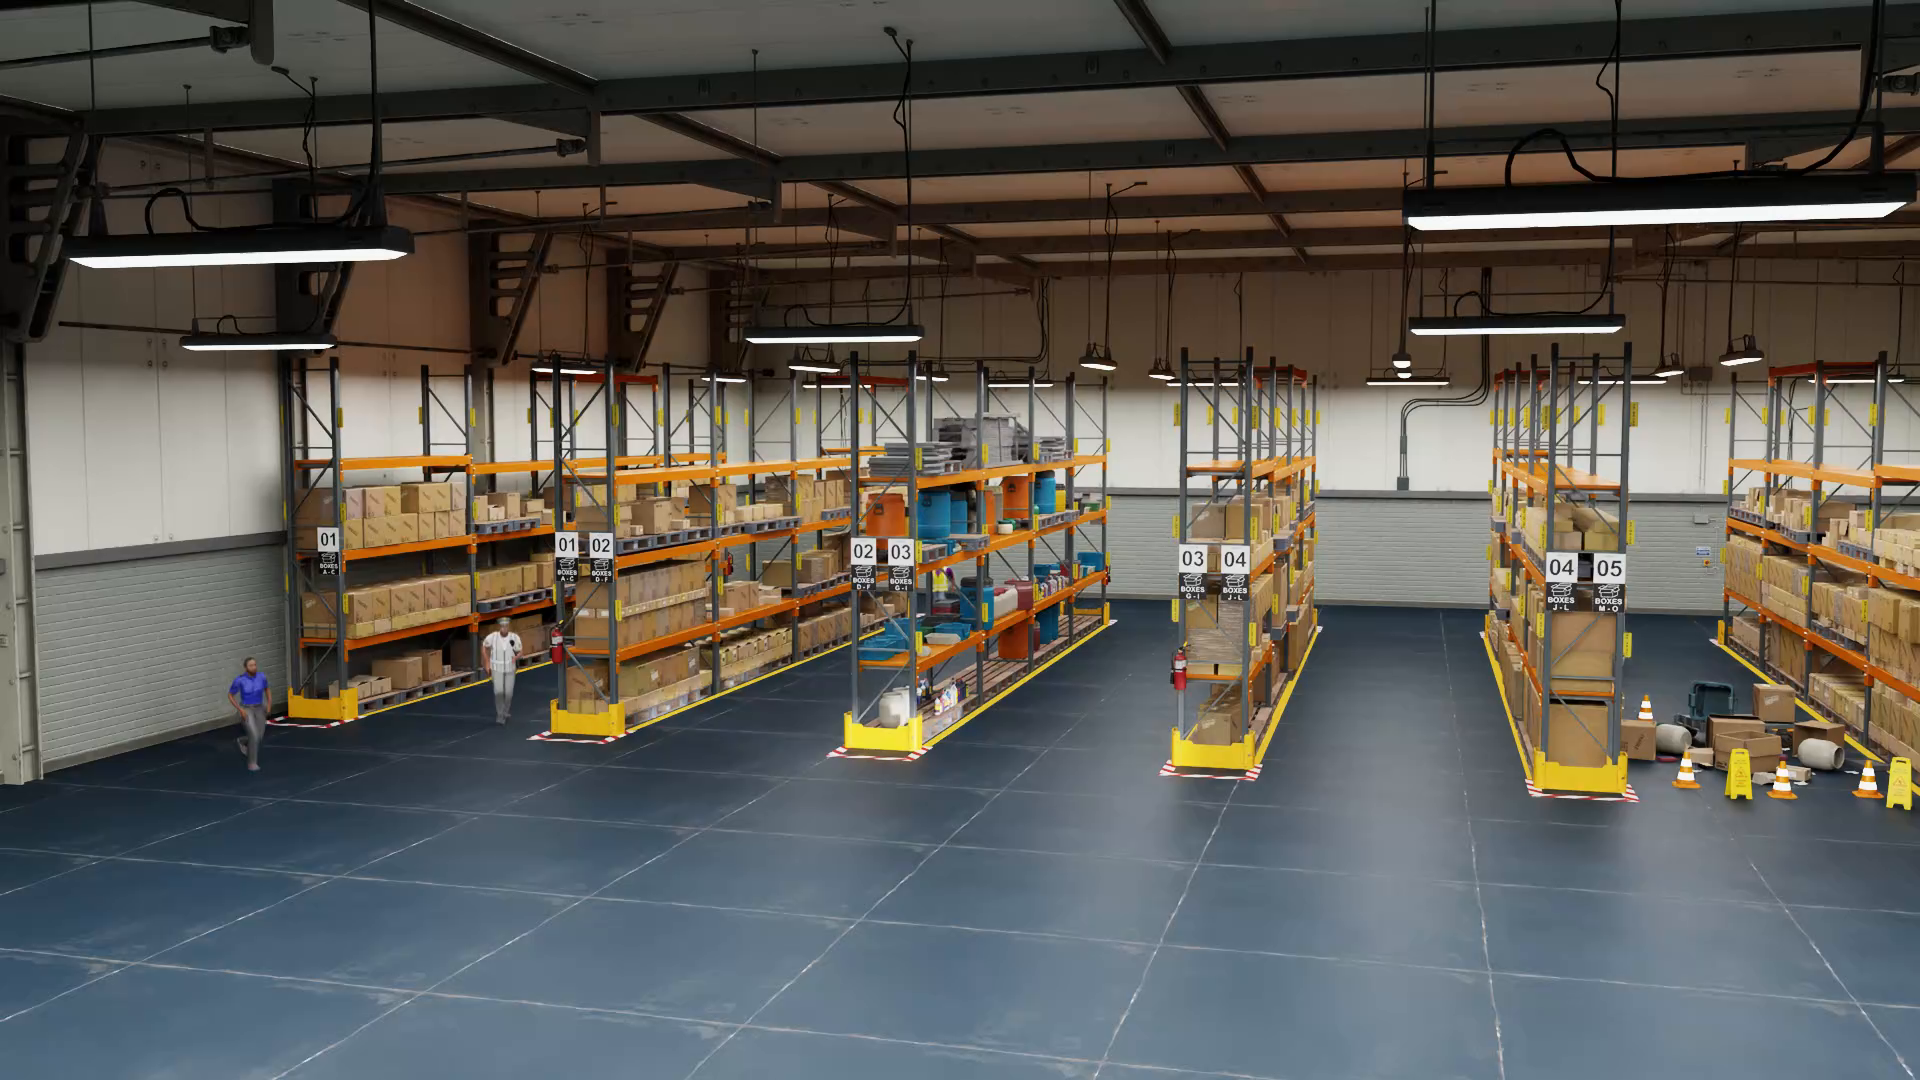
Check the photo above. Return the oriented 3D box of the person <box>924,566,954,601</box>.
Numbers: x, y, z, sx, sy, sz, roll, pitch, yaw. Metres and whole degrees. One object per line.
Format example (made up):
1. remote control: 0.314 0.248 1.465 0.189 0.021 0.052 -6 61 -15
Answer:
1. person: -0.508 1.242 39.298 0.668 1.786 0.807 1 4 11

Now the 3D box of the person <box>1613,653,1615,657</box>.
1. person: 13.497 1.666 34.543 0.568 1.619 0.744 0 4 2

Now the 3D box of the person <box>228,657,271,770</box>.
1. person: -10.192 2.483 23.802 0.626 1.632 0.605 4 6 43

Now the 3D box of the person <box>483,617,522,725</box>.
1. person: -7.501 2.145 27.316 0.605 1.805 0.848 -2 5 -22
